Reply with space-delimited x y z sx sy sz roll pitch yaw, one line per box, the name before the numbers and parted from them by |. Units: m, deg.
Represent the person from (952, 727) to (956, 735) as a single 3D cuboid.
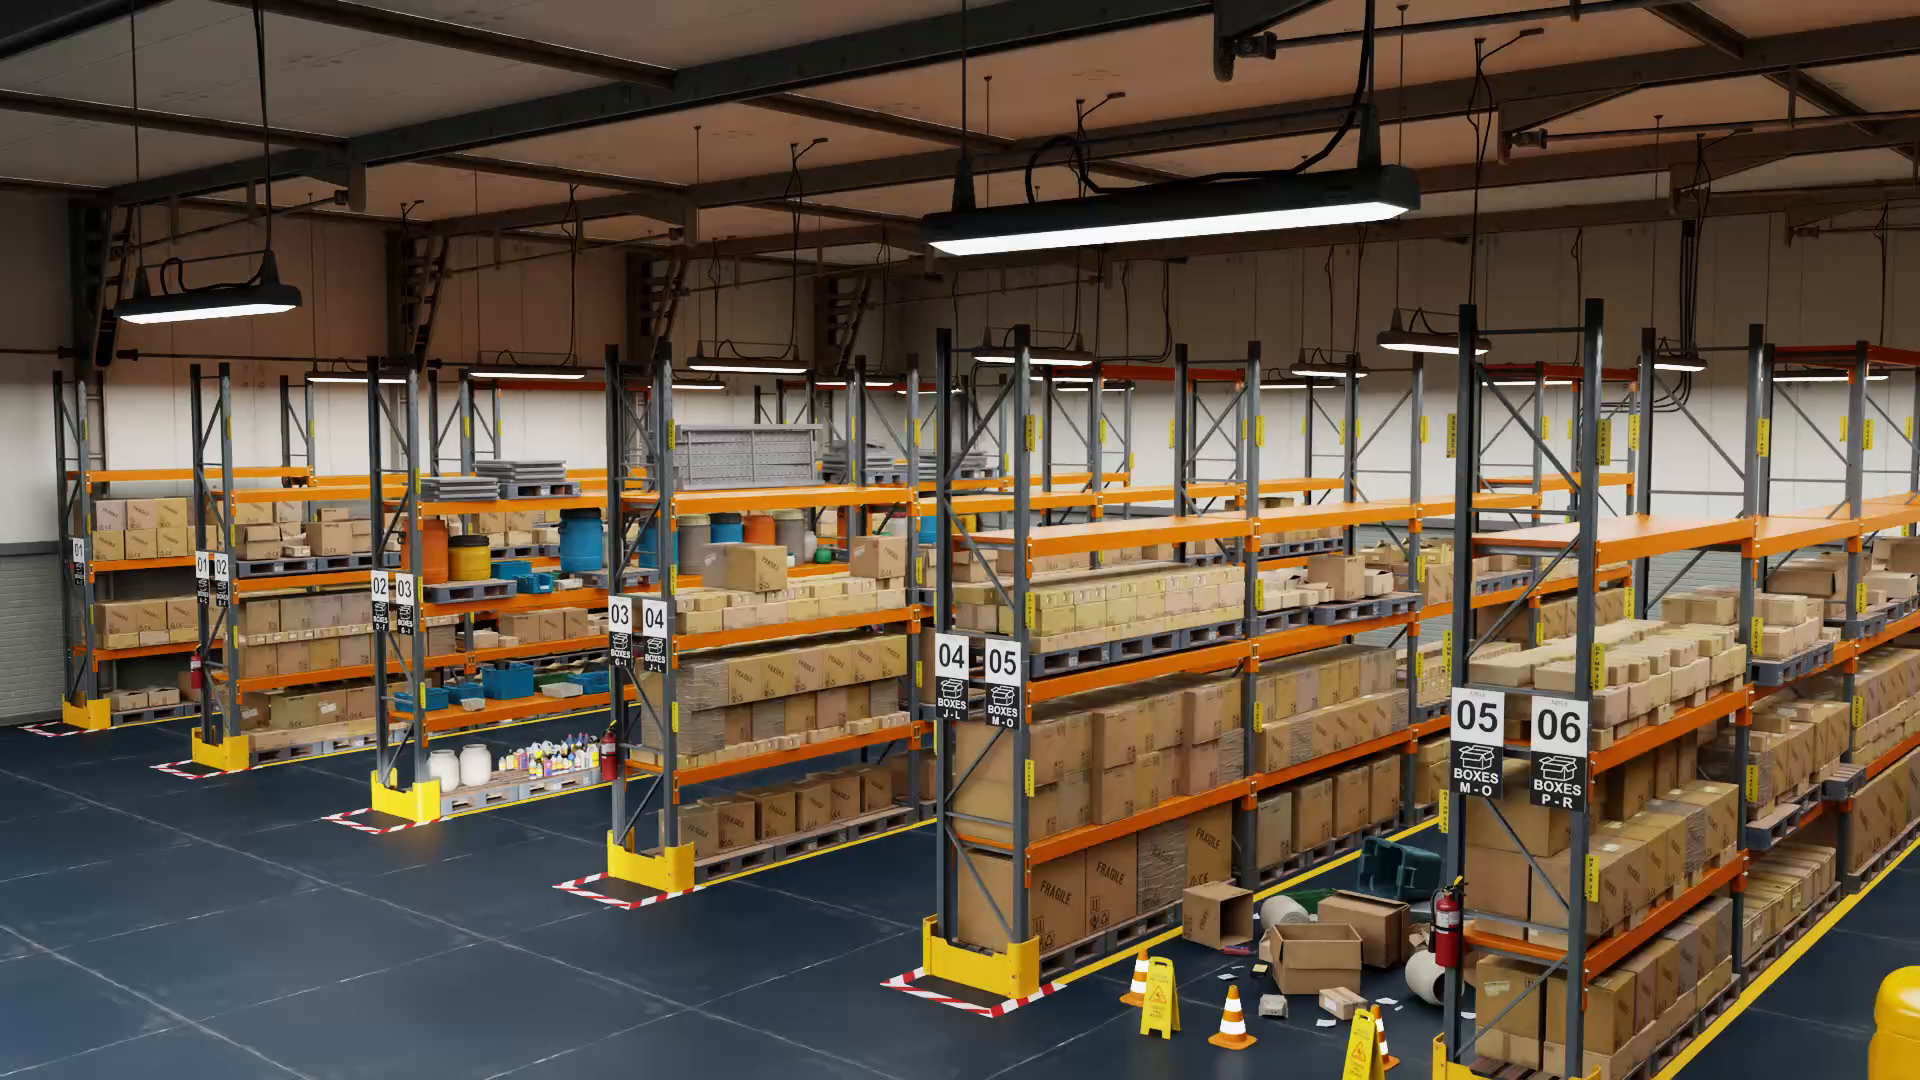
person | -0.171 2.535 25.569 1.021 1.710 0.704 -4 6 -45
